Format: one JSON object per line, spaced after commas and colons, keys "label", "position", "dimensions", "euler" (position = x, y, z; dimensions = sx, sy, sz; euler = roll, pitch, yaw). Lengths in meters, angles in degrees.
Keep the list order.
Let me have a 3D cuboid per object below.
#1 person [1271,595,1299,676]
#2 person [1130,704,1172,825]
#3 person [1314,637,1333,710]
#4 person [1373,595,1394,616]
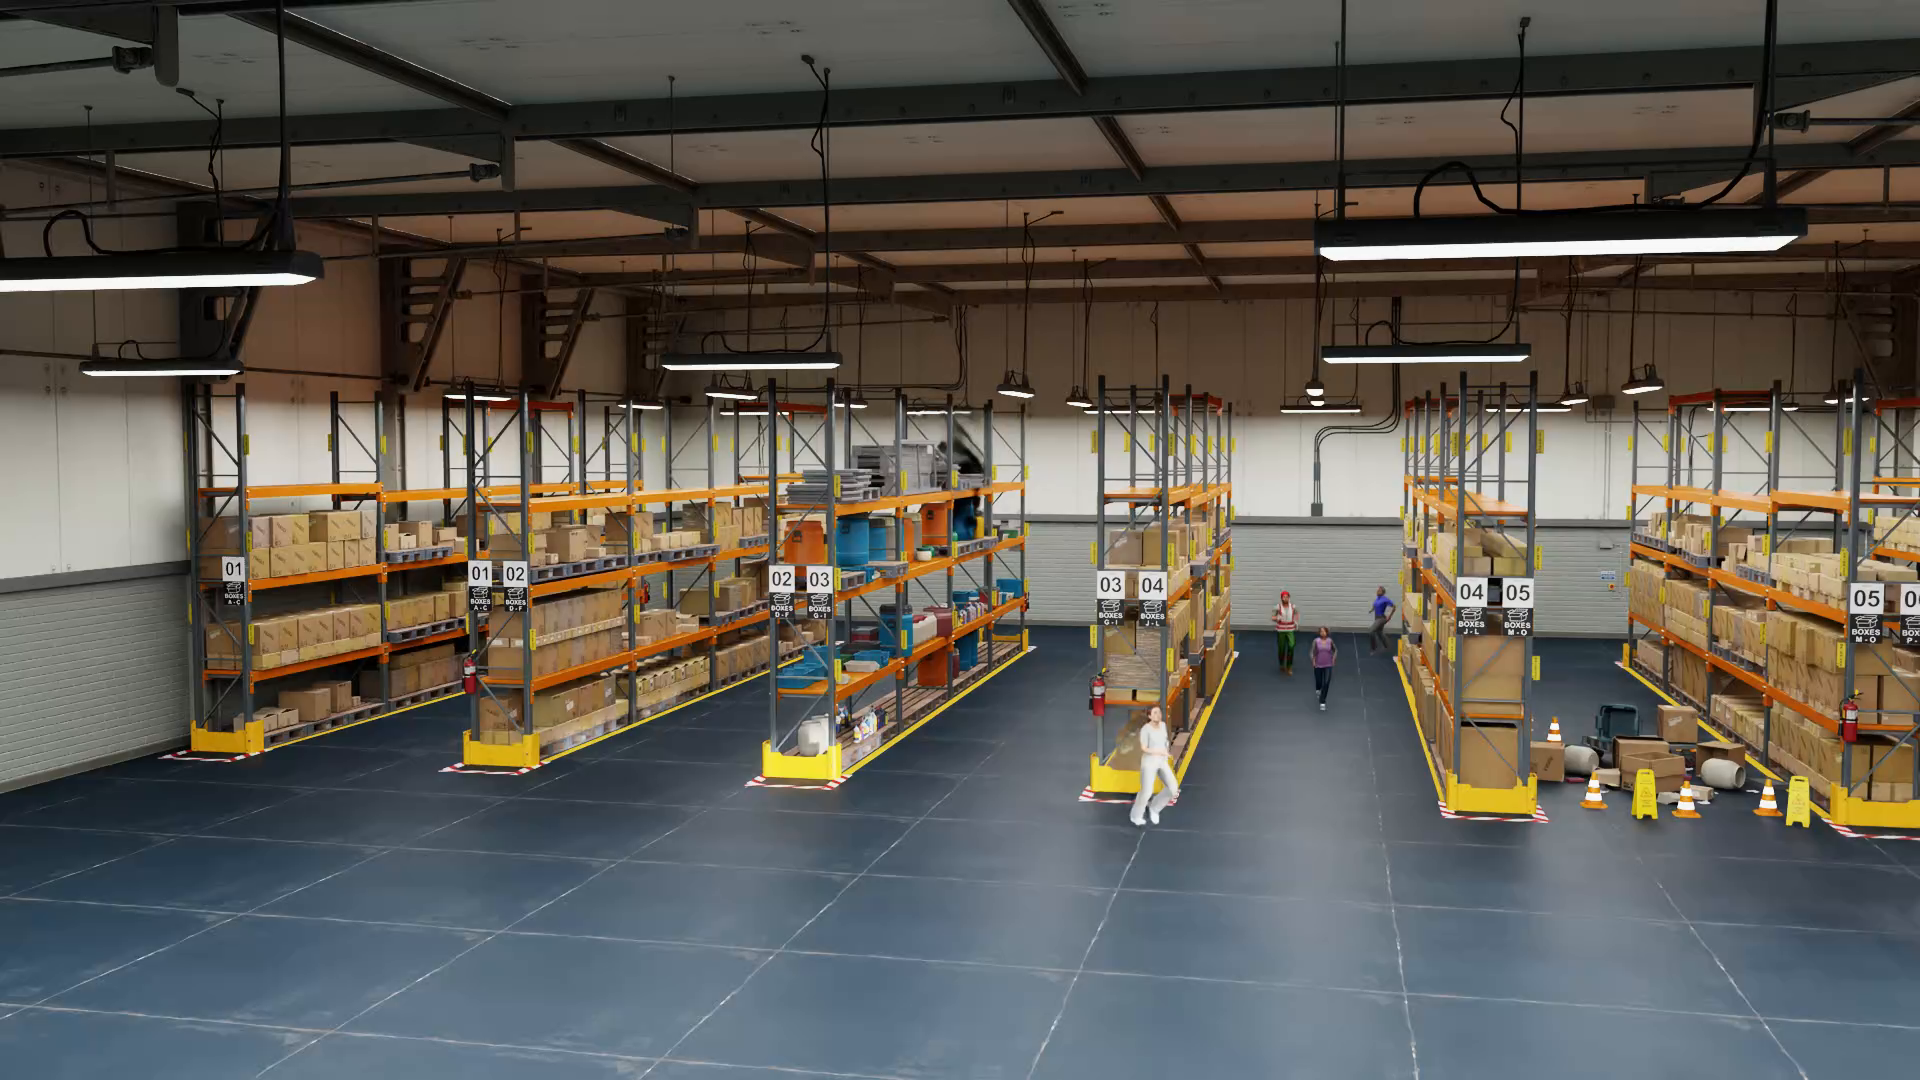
{"label": "person", "position": [7.091, 2.052, 36.351], "dimensions": [0.601, 1.792, 0.753], "euler": [0, 3, 5]}
{"label": "person", "position": [2.551, 2.932, 21.656], "dimensions": [0.583, 1.620, 0.787], "euler": [-2, 4, -31]}
{"label": "person", "position": [6.931, 2.531, 31.741], "dimensions": [0.345, 1.353, 0.691], "euler": [1, 3, 9]}
{"label": "person", "position": [10.026, 1.552, 39.519], "dimensions": [0.387, 0.515, 0.597], "euler": [-1, 3, -11]}
